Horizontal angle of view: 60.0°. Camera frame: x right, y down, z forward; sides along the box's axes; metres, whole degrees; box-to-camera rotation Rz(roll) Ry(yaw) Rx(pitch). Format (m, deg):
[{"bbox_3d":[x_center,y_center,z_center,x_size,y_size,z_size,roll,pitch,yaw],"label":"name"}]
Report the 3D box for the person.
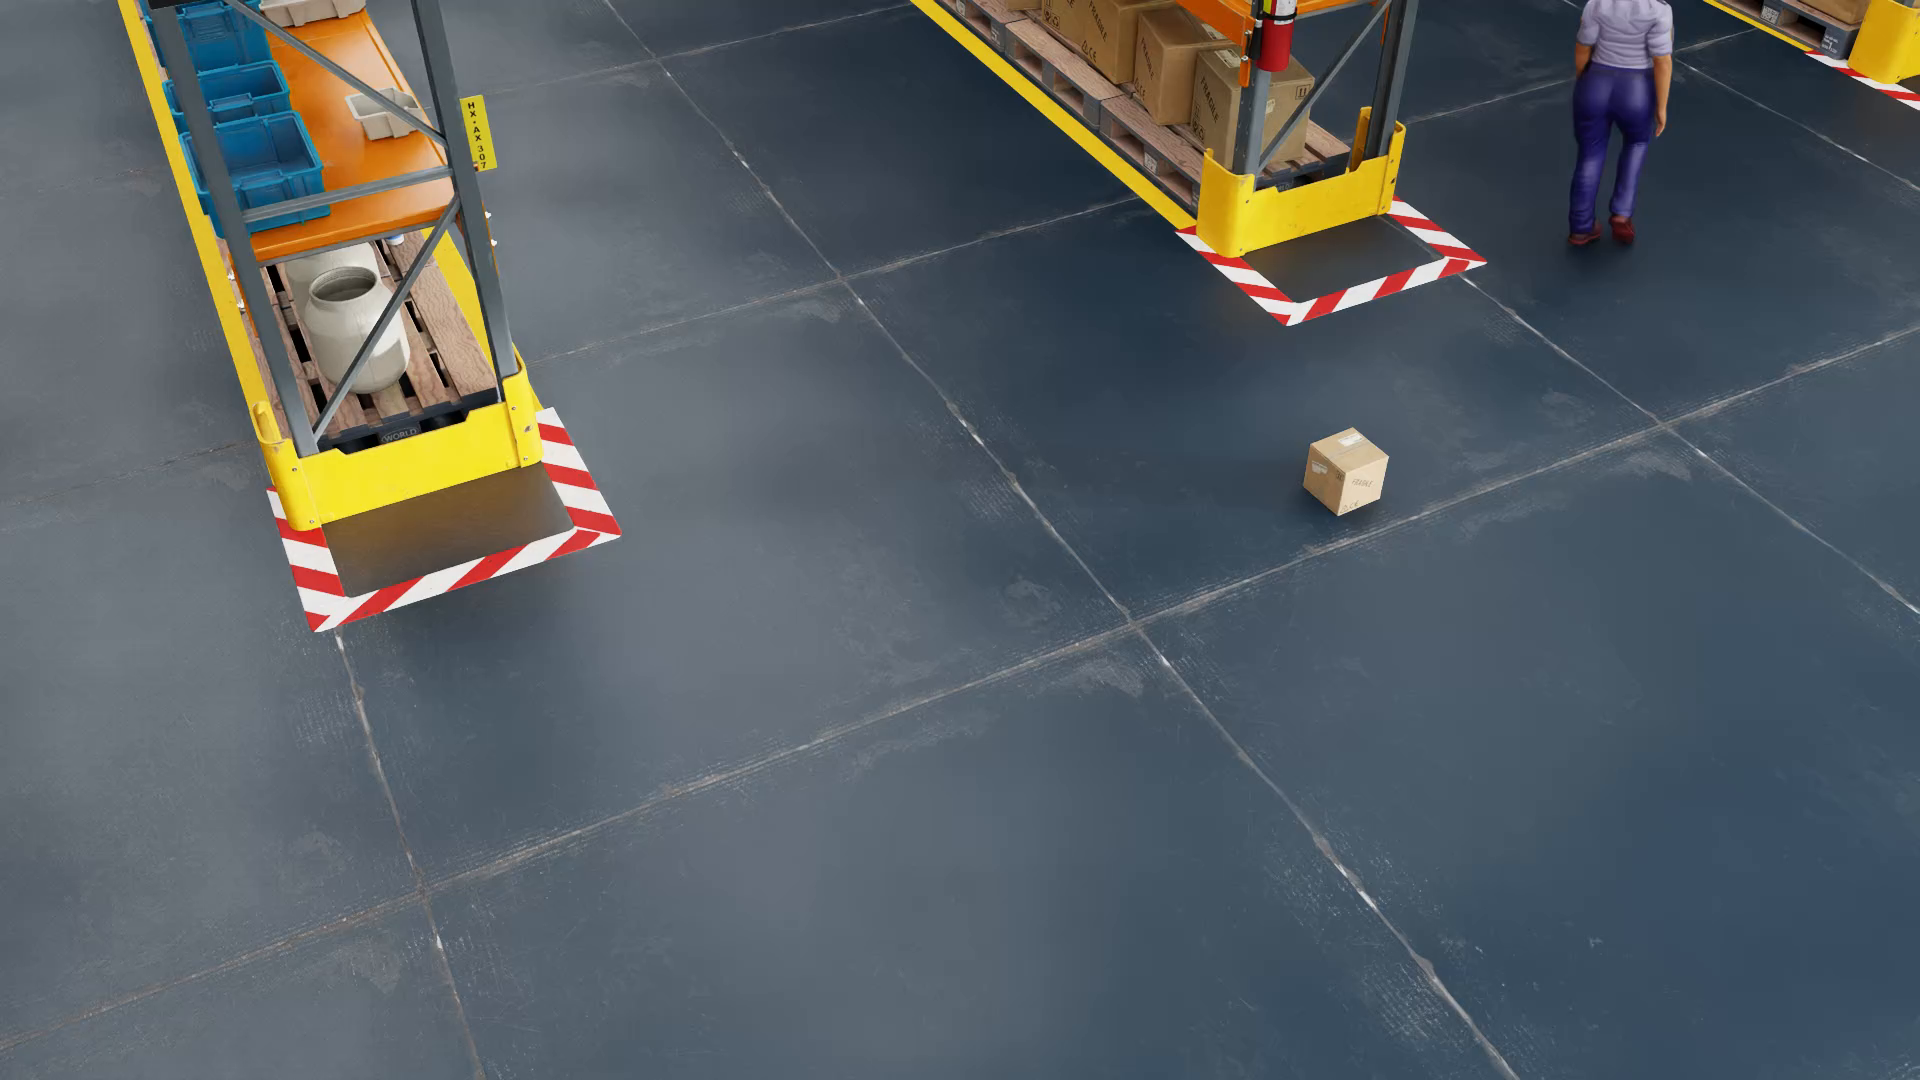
[{"bbox_3d":[3.496,-2.340,8.832,0.569,1.690,0.459,18,45,20],"label":"person"}]
